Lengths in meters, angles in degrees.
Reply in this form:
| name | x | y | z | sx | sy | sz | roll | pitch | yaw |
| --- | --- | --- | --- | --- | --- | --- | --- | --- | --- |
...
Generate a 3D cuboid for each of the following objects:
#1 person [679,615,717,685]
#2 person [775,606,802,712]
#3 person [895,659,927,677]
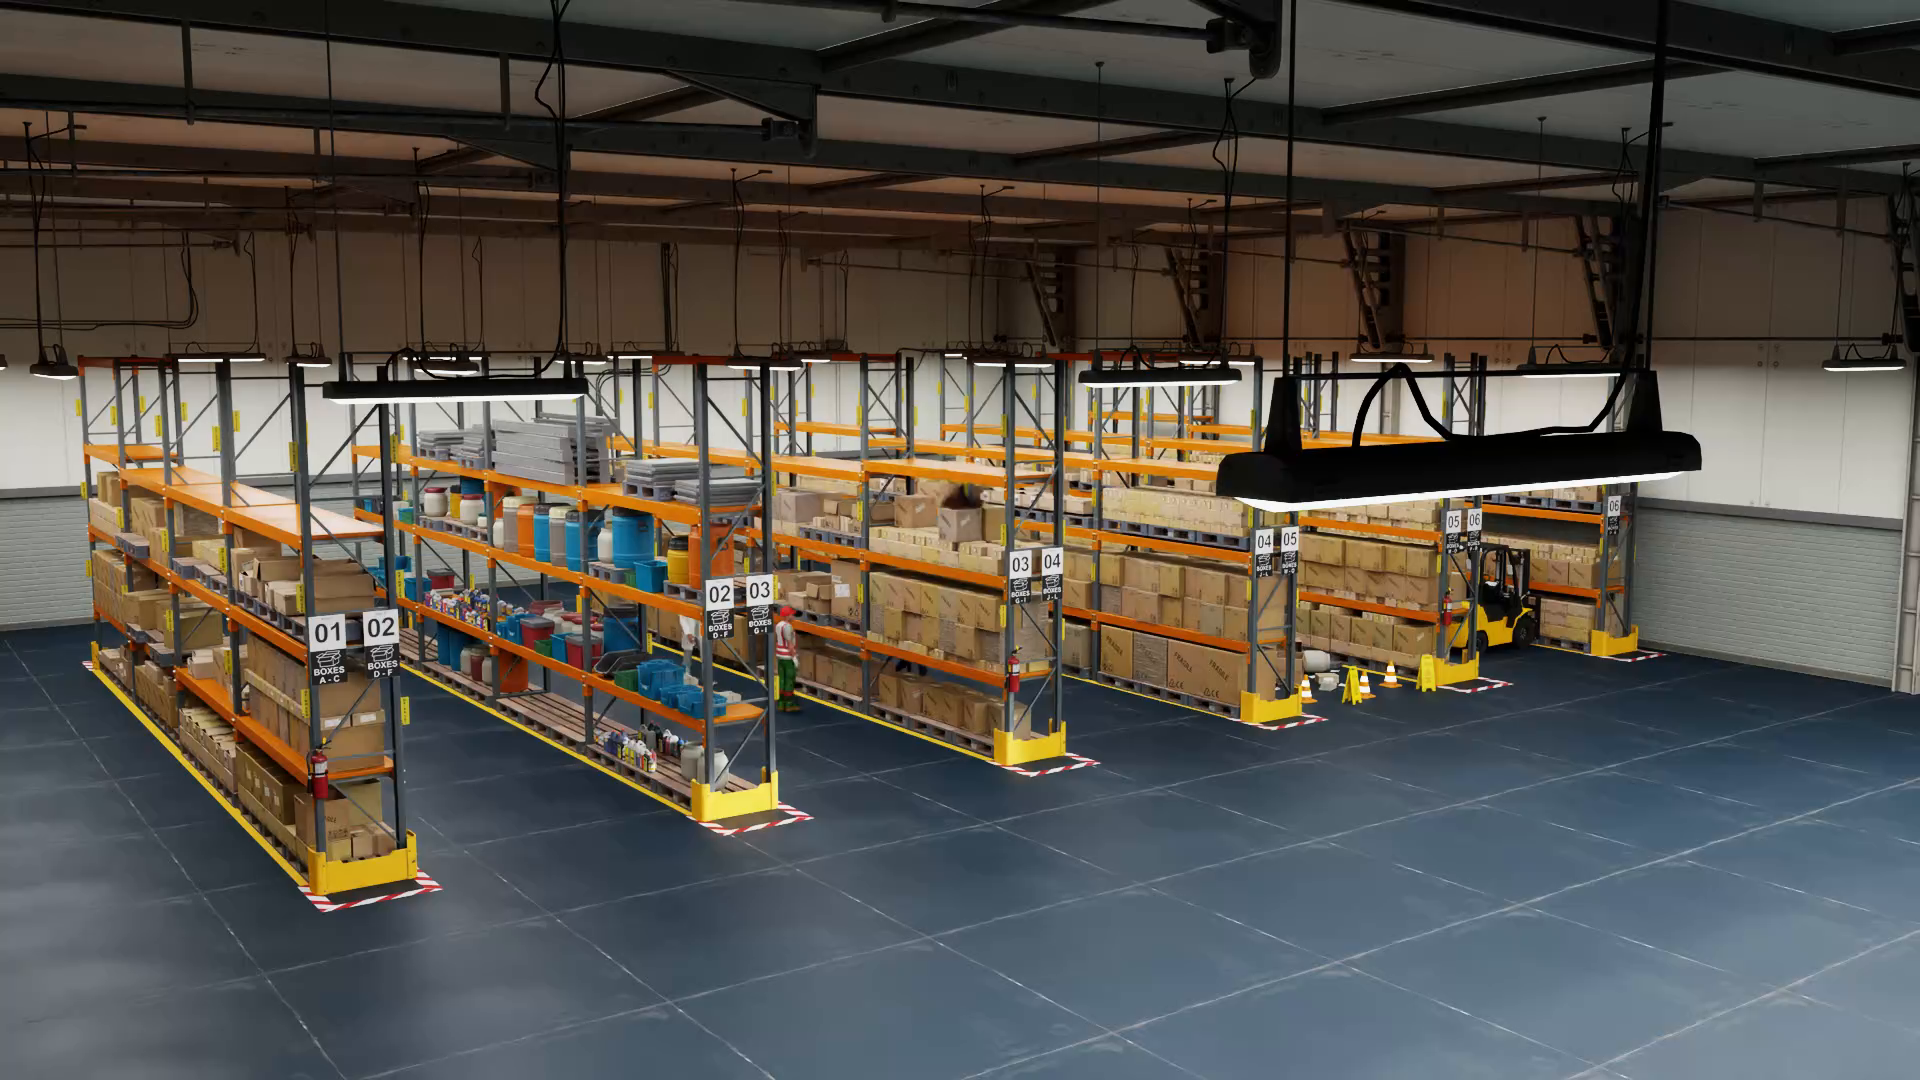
| name | x | y | z | sx | sy | sz | roll | pitch | yaw |
| --- | --- | --- | --- | --- | --- | --- | --- | --- | --- |
| person | -4.859 | 1.745 | 30.496 | 0.576 | 1.728 | 1.049 | -4 | 8 | -30 |
| person | -2.917 | 2.008 | 28.256 | 0.374 | 1.791 | 0.640 | -4 | 8 | -32 |
| person | -0.850 | 1.854 | 30.440 | 0.576 | 1.599 | 0.946 | -4 | 8 | -32 |
